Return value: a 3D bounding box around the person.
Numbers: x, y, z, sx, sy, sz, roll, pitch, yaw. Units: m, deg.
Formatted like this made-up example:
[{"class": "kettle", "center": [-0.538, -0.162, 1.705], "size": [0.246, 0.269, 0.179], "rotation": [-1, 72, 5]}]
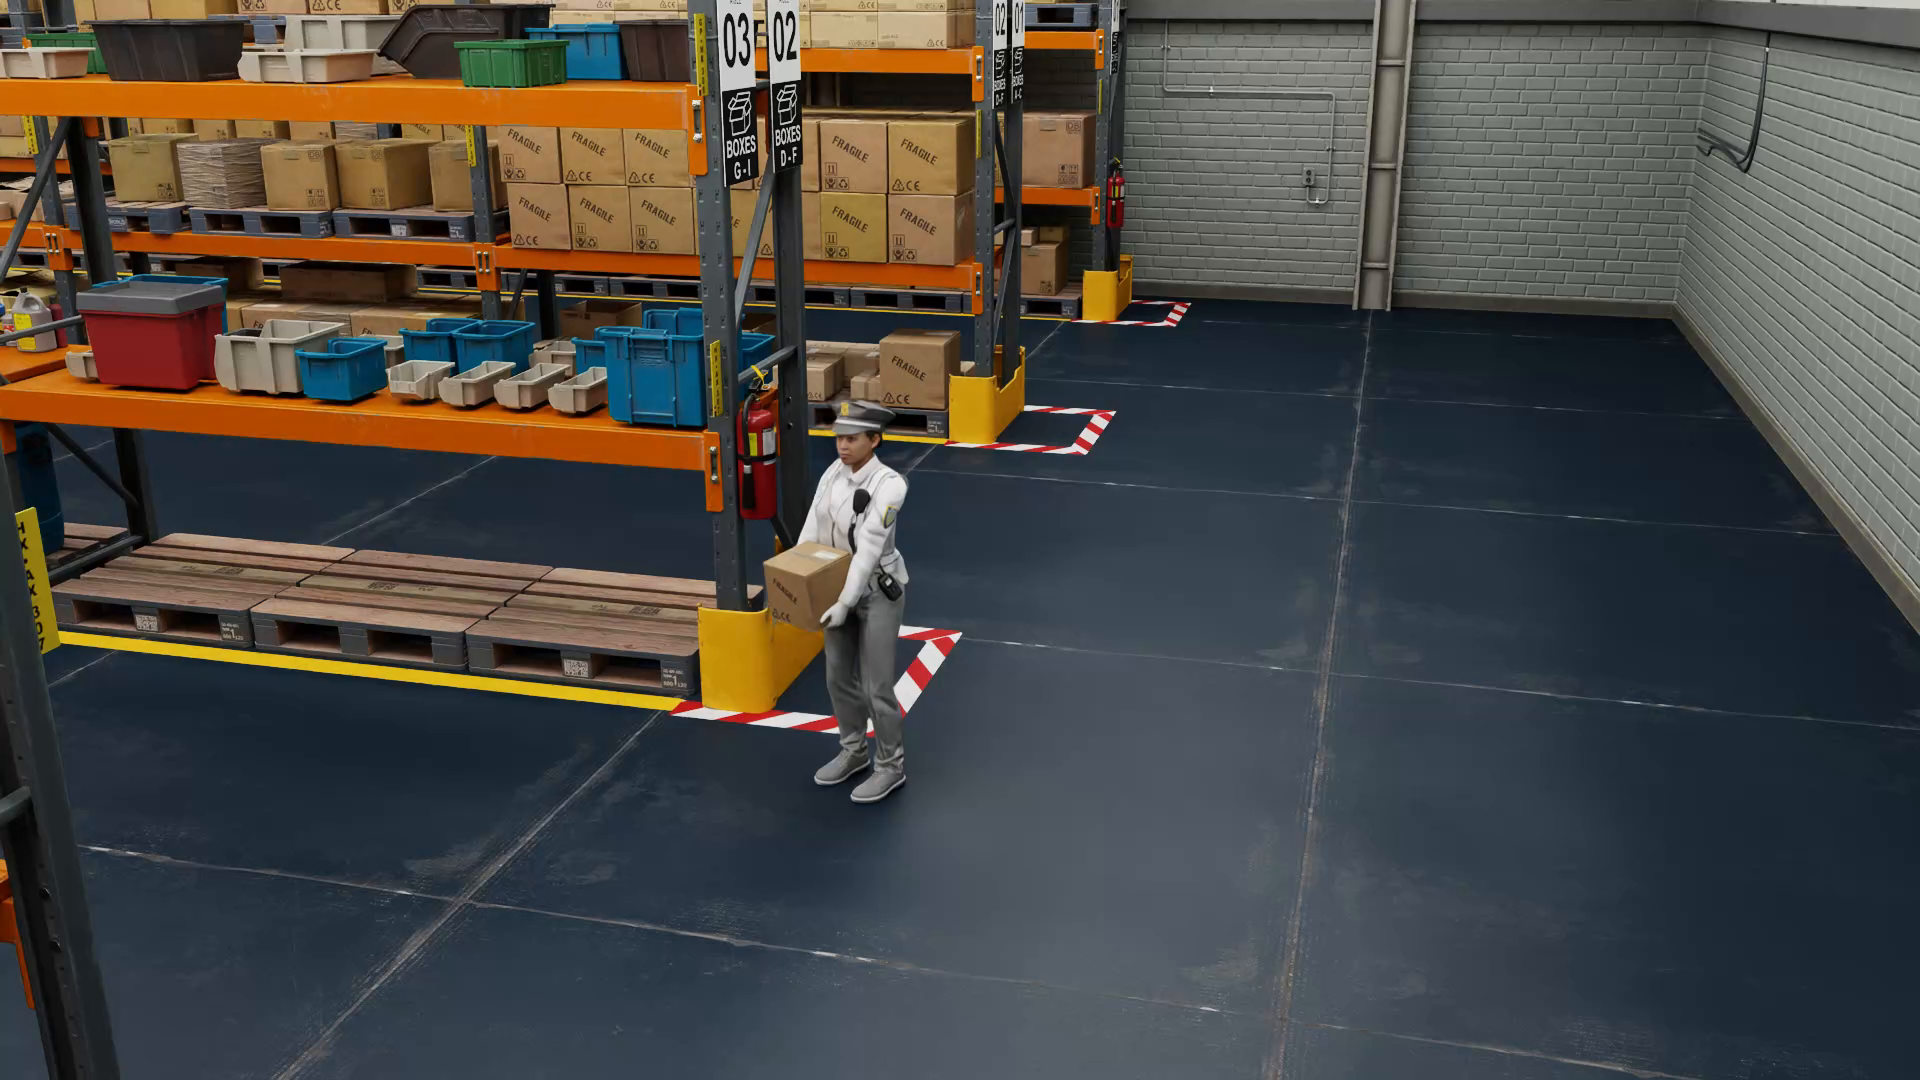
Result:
[{"class": "person", "center": [-0.464, 0.256, 6.763], "size": [0.414, 1.689, 0.515], "rotation": [17, 25, 41]}]
